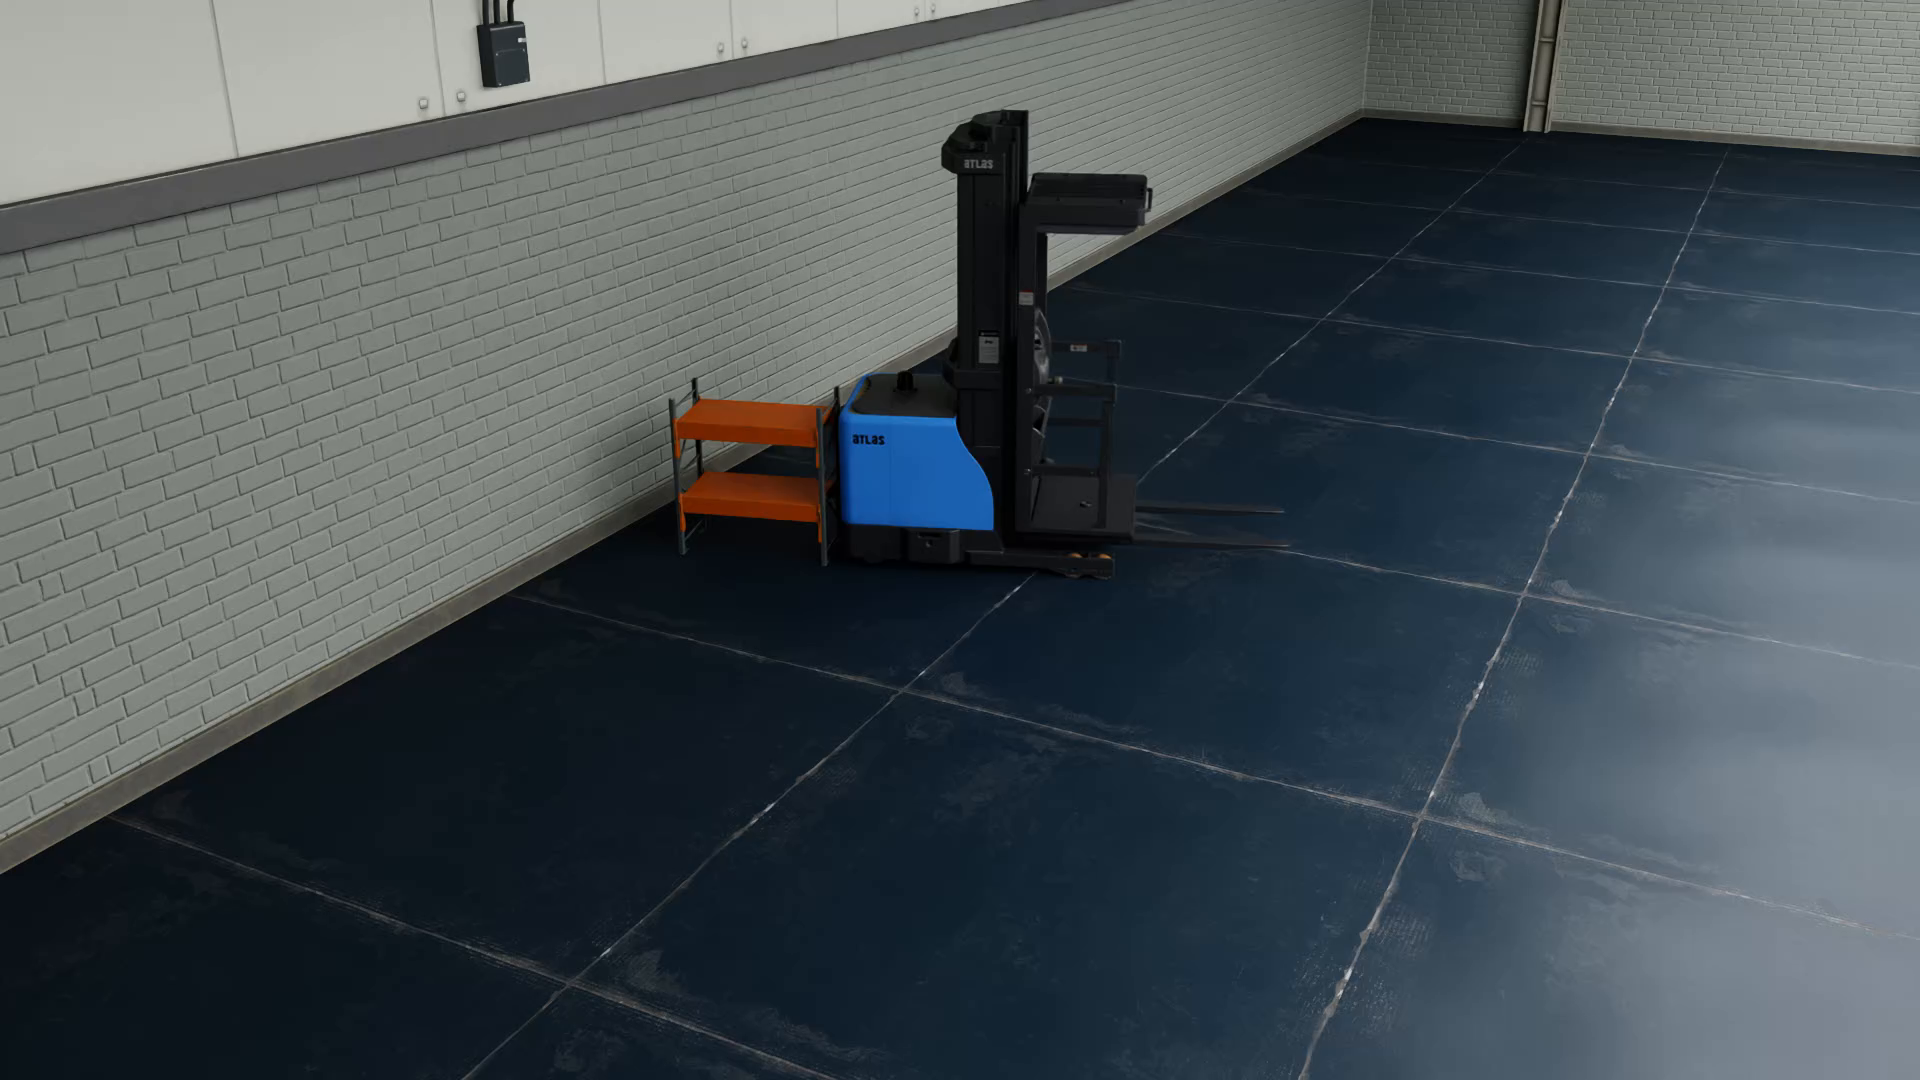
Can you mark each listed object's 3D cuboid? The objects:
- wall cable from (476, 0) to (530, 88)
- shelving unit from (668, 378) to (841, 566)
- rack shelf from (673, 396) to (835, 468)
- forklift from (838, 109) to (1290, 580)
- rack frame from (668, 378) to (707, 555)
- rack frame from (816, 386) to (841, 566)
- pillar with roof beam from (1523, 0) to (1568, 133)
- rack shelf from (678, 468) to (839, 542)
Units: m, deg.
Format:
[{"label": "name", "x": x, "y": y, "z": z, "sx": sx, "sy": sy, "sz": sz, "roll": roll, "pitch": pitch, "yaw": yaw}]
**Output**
[{"label": "wall cable", "x": -2.275, "y": -5.868, "z": 9.705, "sx": 0.169, "sy": 6.003, "sz": 2.305, "roll": 11, "pitch": 25, "yaw": 25}, {"label": "shelving unit", "x": -1.381, "y": -0.474, "z": 11.427, "sx": 1.048, "sy": 1.125, "sz": 0.538, "roll": 4, "pitch": 23, "yaw": 10}, {"label": "rack shelf", "x": -1.381, "y": -0.743, "z": 11.312, "sx": 1.000, "sy": 0.278, "sz": 0.538, "roll": 4, "pitch": 23, "yaw": 10}, {"label": "forklift", "x": 0.735, "y": -1.303, "z": 11.069, "sx": 3.031, "sy": 2.935, "sz": 1.130, "roll": 3, "pitch": 23, "yaw": 6}, {"label": "rack frame", "x": -1.880, "y": -0.511, "z": 11.515, "sx": 0.032, "sy": 1.125, "sz": 0.500, "roll": 4, "pitch": 23, "yaw": 10}, {"label": "rack frame", "x": -0.882, "y": -0.436, "z": 11.338, "sx": 0.032, "sy": 1.125, "sz": 0.500, "roll": 4, "pitch": 23, "yaw": 10}, {"label": "pillar with roof beam", "x": 7.730, "y": -9.506, "z": 22.605, "sx": 0.400, "sy": 9.000, "sz": 9.100, "roll": 11, "pitch": 25, "yaw": 25}, {"label": "rack shelf", "x": -1.381, "y": -0.249, "z": 11.522, "sx": 1.000, "sy": 0.278, "sz": 0.538, "roll": 4, "pitch": 23, "yaw": 10}]
